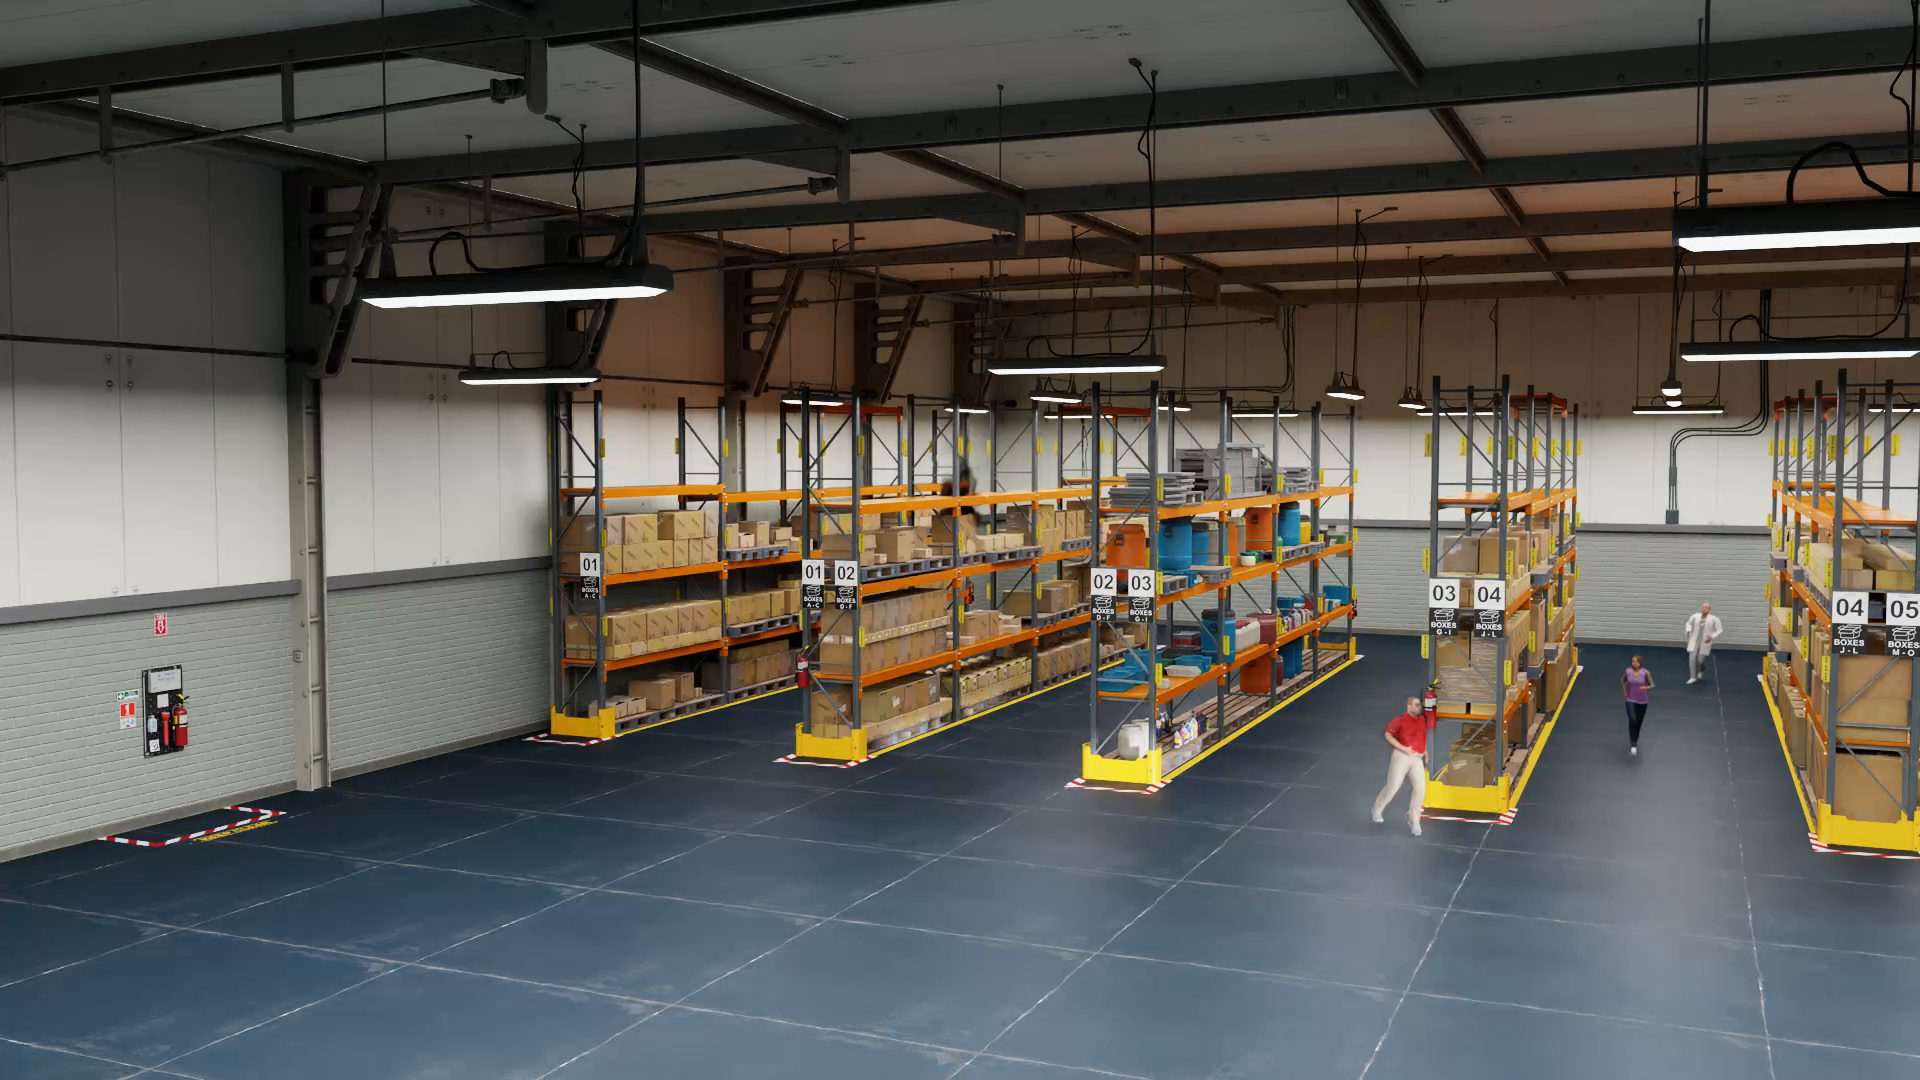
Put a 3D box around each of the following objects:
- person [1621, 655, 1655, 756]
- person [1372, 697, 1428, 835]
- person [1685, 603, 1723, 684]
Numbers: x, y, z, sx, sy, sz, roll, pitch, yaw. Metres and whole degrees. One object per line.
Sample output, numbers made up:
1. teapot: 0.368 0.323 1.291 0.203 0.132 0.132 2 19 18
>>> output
1. person: 11.139 2.690 27.342 0.520 1.624 0.810 1 3 19
2. person: 5.917 2.947 21.936 0.744 1.756 0.855 -1 3 -19
3. person: 15.835 2.198 35.433 0.745 1.729 0.701 3 4 42
